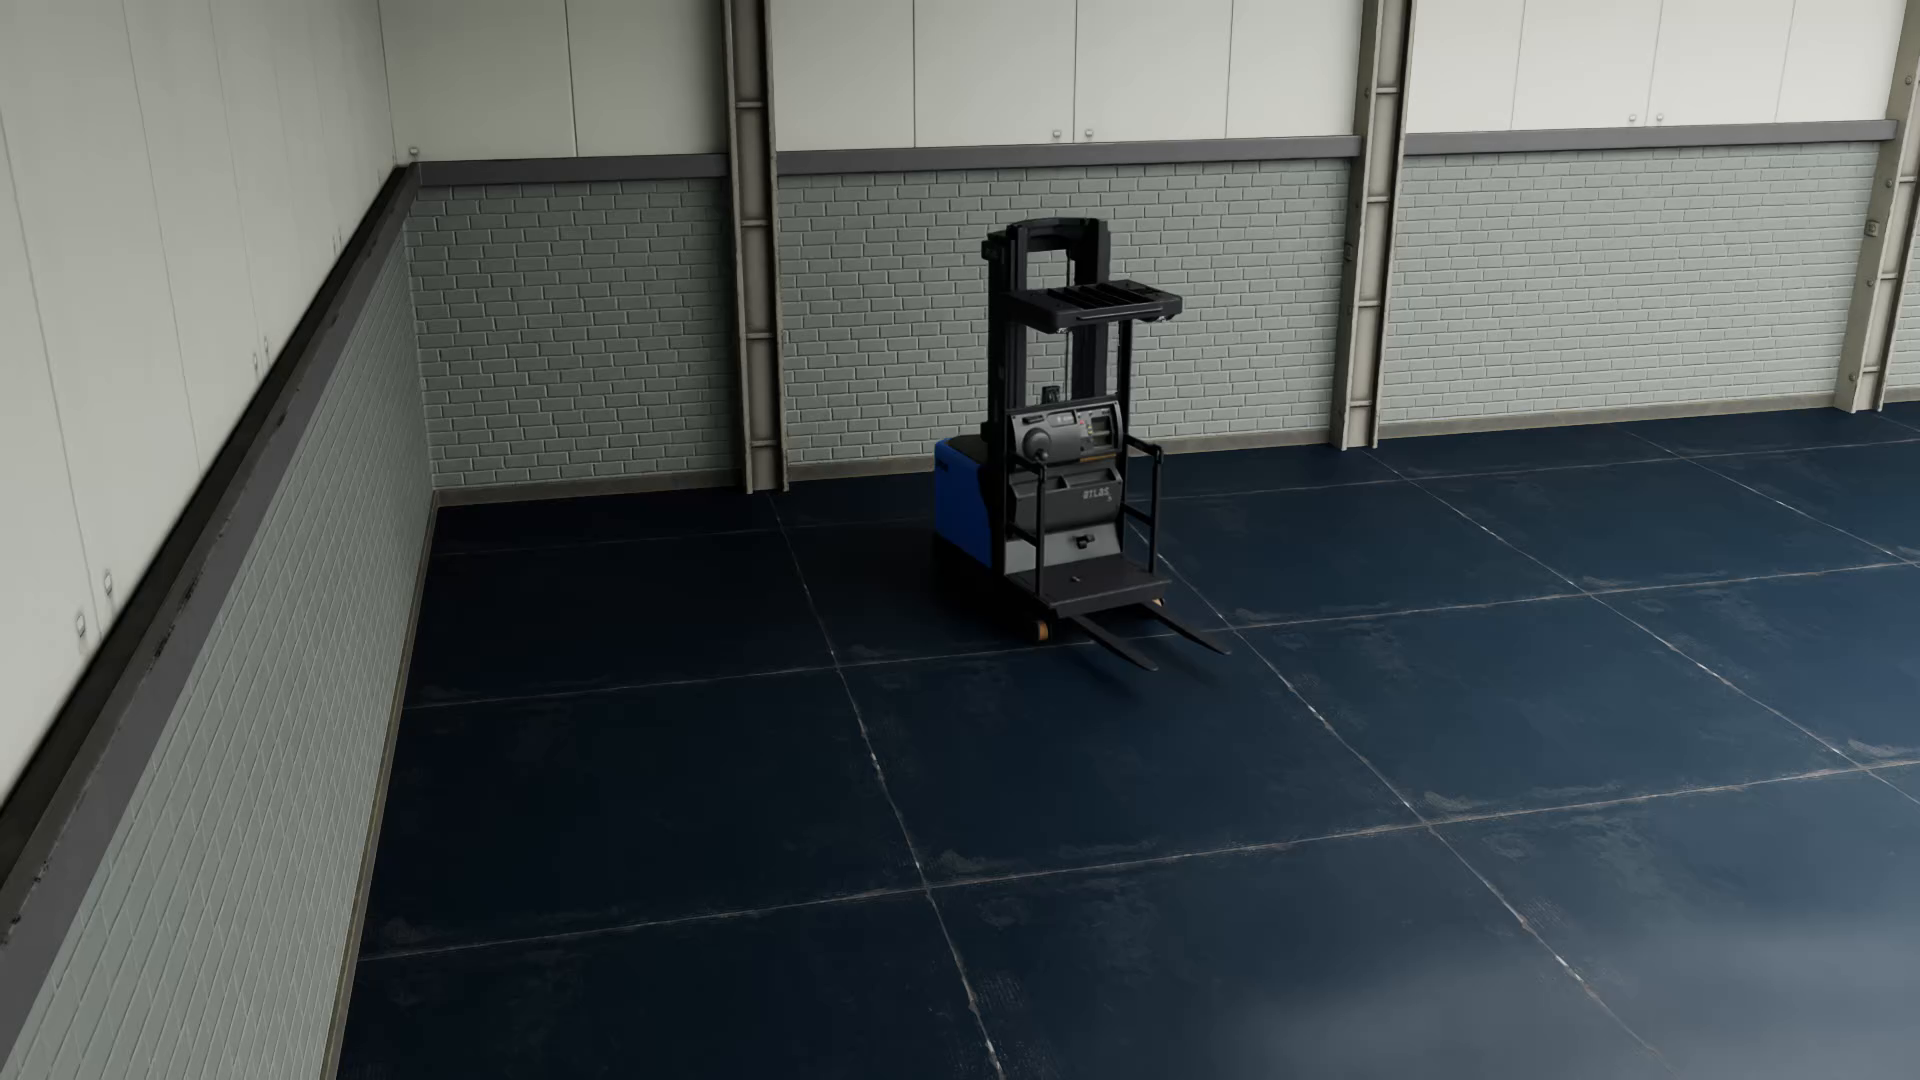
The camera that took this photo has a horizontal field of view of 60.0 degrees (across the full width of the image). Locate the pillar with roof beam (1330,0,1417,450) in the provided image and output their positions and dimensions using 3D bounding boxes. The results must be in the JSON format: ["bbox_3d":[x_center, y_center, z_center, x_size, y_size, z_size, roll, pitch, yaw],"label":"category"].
[{"bbox_3d":[4.998,-3.756,11.486,0.400,9.000,9.100,-5,21,-12],"label":"pillar with roof beam"}]

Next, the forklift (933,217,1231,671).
[{"bbox_3d":[0.899,-0.798,12.233,1.130,2.935,3.031,-10,22,-25],"label":"forklift"}]

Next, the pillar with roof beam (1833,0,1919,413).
[{"bbox_3d":[10.837,-4.231,12.783,0.400,9.000,9.100,-5,21,-12],"label":"pillar with roof beam"}]

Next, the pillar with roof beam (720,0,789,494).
[{"bbox_3d":[-0.841,-3.281,10.190,0.400,9.000,9.100,-5,21,-12],"label":"pillar with roof beam"}]
